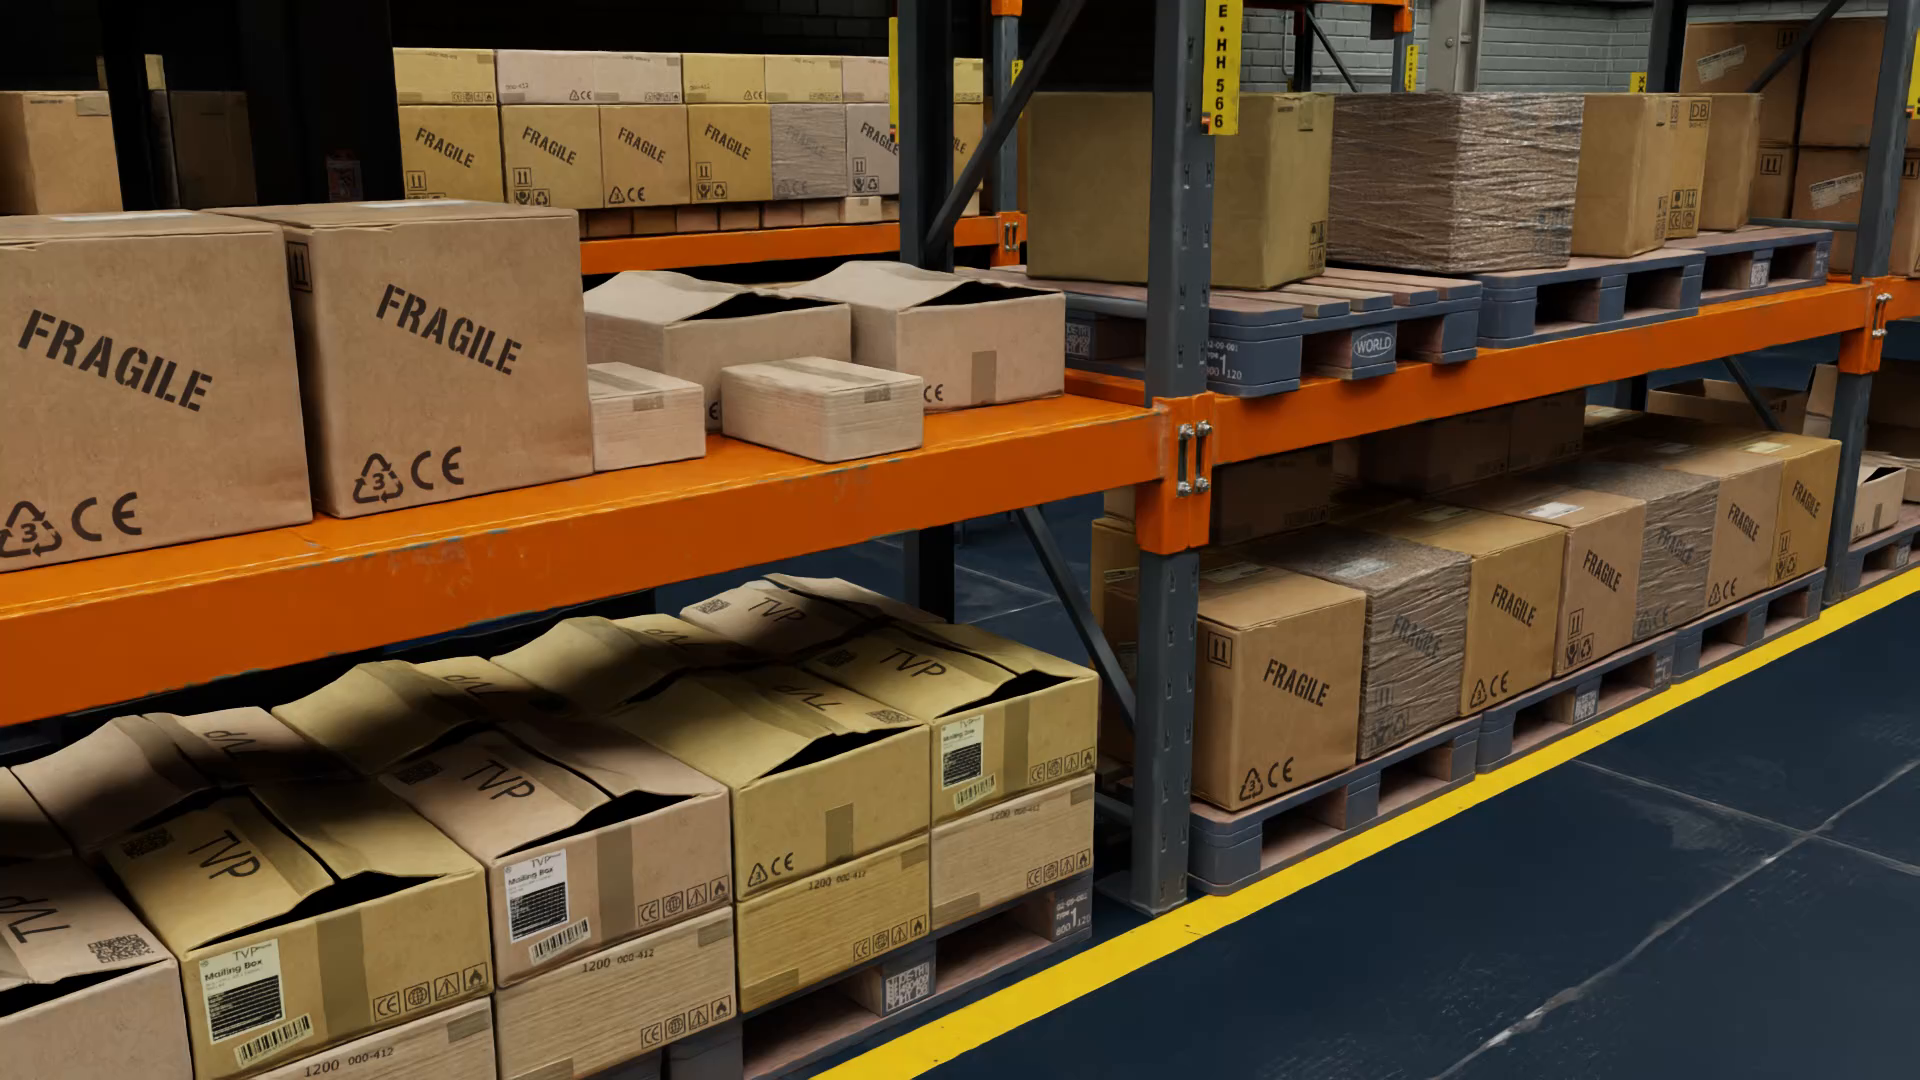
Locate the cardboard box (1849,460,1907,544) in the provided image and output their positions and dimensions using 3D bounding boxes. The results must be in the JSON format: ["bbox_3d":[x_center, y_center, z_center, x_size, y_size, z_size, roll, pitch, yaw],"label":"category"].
[{"bbox_3d":[3.684,-0.224,7.133,0.500,0.311,0.500,-13,19,-39],"label":"cardboard box"}]

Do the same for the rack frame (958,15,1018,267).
[{"bbox_3d":[-0.029,-2.245,10.342,0.127,3.000,1.000,-13,19,-39],"label":"rack frame"}]

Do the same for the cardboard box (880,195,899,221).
[{"bbox_3d":[-0.498,-1.938,9.642,0.250,0.149,0.380,-12,19,-38],"label":"cardboard box"}]

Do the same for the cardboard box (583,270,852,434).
[{"bbox_3d":[-0.594,-0.447,3.782,0.500,0.311,0.500,-13,20,-40],"label":"cardboard box"}]

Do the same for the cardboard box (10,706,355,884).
[{"bbox_3d":[-1.544,0.546,3.320,0.500,0.311,0.500,-13,20,-40],"label":"cardboard box"}]

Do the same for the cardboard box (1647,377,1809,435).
[{"bbox_3d":[3.469,-0.438,7.568,0.500,0.500,0.500,-13,19,-39],"label":"cardboard box"}]

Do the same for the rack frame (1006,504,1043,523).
[{"bbox_3d":[0.309,-0.649,7.855,0.015,1.200,0.240,-13,19,-39],"label":"rack frame"}]

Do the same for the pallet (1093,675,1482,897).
[{"bbox_3d":[0.796,0.625,5.003,1.213,0.211,1.003,-13,19,-39],"label":"pallet"}]

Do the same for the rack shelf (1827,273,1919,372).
[{"bbox_3d":[4.734,-1.272,8.095,4.000,0.370,1.077,-13,19,-39],"label":"rack shelf"}]

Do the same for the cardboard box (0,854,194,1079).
[{"bbox_3d":[-1.564,0.735,2.612,0.500,0.311,0.500,-14,20,-41],"label":"cardboard box"}]

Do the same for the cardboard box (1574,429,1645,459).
[{"bbox_3d":[2.305,-0.159,6.524,0.500,0.500,0.500,-12,19,-39],"label":"cardboard box"}]

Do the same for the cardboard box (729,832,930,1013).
[{"bbox_3d":[-0.415,0.747,3.657,0.500,0.250,0.500,-13,20,-40],"label":"cardboard box"}]

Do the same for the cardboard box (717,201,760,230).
[{"bbox_3d":[-1.294,-1.771,9.017,0.250,0.149,0.380,-12,19,-38],"label":"cardboard box"}]

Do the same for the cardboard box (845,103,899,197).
[{"bbox_3d":[-0.590,-2.231,9.481,0.500,0.500,0.500,-12,19,-39],"label":"cardboard box"}]

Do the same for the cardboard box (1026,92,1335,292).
[{"bbox_3d":[0.609,-0.983,4.611,0.700,0.500,0.500,8,17,28],"label":"cardboard box"}]

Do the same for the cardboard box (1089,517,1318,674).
[{"bbox_3d":[0.759,0.187,5.227,0.500,0.500,0.500,-12,19,-37],"label":"cardboard box"}]

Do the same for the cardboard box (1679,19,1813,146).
[{"bbox_3d":[3.437,-1.949,7.101,0.500,0.500,0.500,-13,19,-39],"label":"cardboard box"}]

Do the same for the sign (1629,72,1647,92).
[{"bbox_3d":[2.863,-1.804,7.013,0.005,0.325,0.100,-13,19,-39],"label":"sign"}]

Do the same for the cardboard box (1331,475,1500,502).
[{"bbox_3d":[1.542,0.010,5.892,0.500,0.500,0.500,-14,20,-41],"label":"cardboard box"}]

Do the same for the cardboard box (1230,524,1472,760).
[{"bbox_3d":[1.130,0.280,4.879,0.500,0.500,0.500,-14,20,-41],"label":"cardboard box"}]

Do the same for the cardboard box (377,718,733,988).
[{"bbox_3d":[-0.796,0.562,3.261,0.500,0.311,0.500,-13,20,-40],"label":"cardboard box"}]

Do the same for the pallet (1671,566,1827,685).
[{"bbox_3d":[2.637,0.211,6.550,1.213,0.211,1.003,-13,19,-39],"label":"pallet"}]

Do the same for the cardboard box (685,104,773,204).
[{"bbox_3d":[-1.348,-2.062,8.848,0.500,0.500,0.500,-12,19,-38],"label":"cardboard box"}]

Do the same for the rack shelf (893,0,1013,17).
[{"bbox_3d":[-1.538,-3.008,8.779,4.000,0.370,1.077,-13,19,-39],"label":"rack shelf"}]

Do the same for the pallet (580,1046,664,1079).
[{"bbox_3d":[-1.359,1.081,3.294,1.213,0.211,1.003,-13,19,-39],"label":"pallet"}]

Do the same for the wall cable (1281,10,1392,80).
[{"bbox_3d":[3.333,-3.814,14.249,1.851,1.984,0.084,-13,19,-39],"label":"wall cable"}]

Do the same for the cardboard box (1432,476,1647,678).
[{"bbox_3d":[1.902,0.107,5.529,0.500,0.500,0.500,-14,20,-41],"label":"cardboard box"}]

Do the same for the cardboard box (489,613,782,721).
[{"bbox_3d":[-0.771,0.373,3.968,0.500,0.311,0.500,-13,20,-41],"label":"cardboard box"}]

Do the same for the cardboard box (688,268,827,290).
[{"bbox_3d":[-1.103,-1.123,9.492,0.750,0.750,0.750,-12,19,-38],"label":"cardboard box"}]

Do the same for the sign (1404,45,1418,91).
[{"bbox_3d":[3.334,-3.488,12.294,0.005,0.325,0.100,-13,19,-39],"label":"sign"}]

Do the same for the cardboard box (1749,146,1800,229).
[{"bbox_3d":[3.434,-1.464,7.225,0.500,0.500,0.500,-12,19,-38],"label":"cardboard box"}]

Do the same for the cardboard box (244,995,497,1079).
[{"bbox_3d":[-1.183,0.919,3.012,0.500,0.250,0.500,-12,19,-38],"label":"cardboard box"}]

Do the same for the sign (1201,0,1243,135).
[{"bbox_3d":[0.575,-1.055,3.645,0.005,0.325,0.100,-13,19,-39],"label":"sign"}]

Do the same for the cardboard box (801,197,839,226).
[{"bbox_3d":[-0.887,-1.854,9.325,0.250,0.149,0.380,-13,19,-39],"label":"cardboard box"}]

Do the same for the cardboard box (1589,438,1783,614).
[{"bbox_3d":[2.663,-0.065,6.170,0.500,0.500,0.500,-13,19,-39],"label":"cardboard box"}]

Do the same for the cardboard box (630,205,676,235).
[{"bbox_3d":[-1.694,-1.690,8.711,0.250,0.149,0.380,-12,19,-39],"label":"cardboard box"}]

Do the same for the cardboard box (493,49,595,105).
[{"bbox_3d":[-2.130,-2.249,8.096,0.500,0.250,0.500,-13,20,-40],"label":"cardboard box"}]

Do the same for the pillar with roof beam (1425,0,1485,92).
[{"bbox_3d":[7.283,-5.609,11.310,0.400,9.000,9.100,-13,19,-39],"label":"pillar with roof beam"}]

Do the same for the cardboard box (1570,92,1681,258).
[{"bbox_3d":[1.933,-1.221,5.501,0.700,0.500,0.500,10,18,33],"label":"cardboard box"}]

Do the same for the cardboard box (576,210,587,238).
[{"bbox_3d":[-2.086,-1.602,8.385,0.250,0.149,0.380,-13,20,-40],"label":"cardboard box"}]

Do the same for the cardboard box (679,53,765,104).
[{"bbox_3d":[-1.375,-2.422,8.744,0.500,0.250,0.500,-13,20,-40],"label":"cardboard box"}]

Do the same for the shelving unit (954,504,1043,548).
[{"bbox_3d":[0.125,-0.608,7.700,0.503,1.200,0.258,-13,19,-39],"label":"shelving unit"}]

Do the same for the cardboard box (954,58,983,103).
[{"bbox_3d":[-0.214,-2.680,9.709,0.500,0.250,0.500,-12,19,-38],"label":"cardboard box"}]

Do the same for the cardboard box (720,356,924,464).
[{"bbox_3d":[-0.289,-0.276,3.458,0.250,0.149,0.380,-13,19,-39],"label":"cardboard box"}]

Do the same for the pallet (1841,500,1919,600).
[{"bbox_3d":[3.744,-0.050,7.529,1.213,0.211,1.003,-13,19,-39],"label":"pallet"}]

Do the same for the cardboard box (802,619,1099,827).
[{"bbox_3d":[-0.026,0.388,3.914,0.500,0.311,0.500,-12,19,-38],"label":"cardboard box"}]

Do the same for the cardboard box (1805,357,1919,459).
[{"bbox_3d":[4.639,-0.607,8.195,0.637,0.503,0.797,-13,19,-39],"label":"cardboard box"}]

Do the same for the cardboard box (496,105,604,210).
[{"bbox_3d":[-2.111,-1.888,8.198,0.500,0.500,0.500,-12,19,-38],"label":"cardboard box"}]

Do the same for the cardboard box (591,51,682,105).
[{"bbox_3d":[-1.756,-2.335,8.416,0.500,0.250,0.500,-12,19,-39],"label":"cardboard box"}]

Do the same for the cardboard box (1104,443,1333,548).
[{"bbox_3d":[0.799,-0.185,5.169,0.500,0.250,0.500,-12,19,-37],"label":"cardboard box"}]

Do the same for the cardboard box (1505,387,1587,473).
[{"bbox_3d":[1.946,-0.444,6.140,0.500,0.250,0.500,-13,19,-39],"label":"cardboard box"}]

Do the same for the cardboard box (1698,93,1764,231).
[{"bbox_3d":[2.721,-1.496,6.529,0.700,0.500,0.500,8,17,28],"label":"cardboard box"}]

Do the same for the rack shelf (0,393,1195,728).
[{"bbox_3d":[-1.301,0.083,3.021,4.000,0.370,1.077,-13,19,-39],"label":"rack shelf"}]

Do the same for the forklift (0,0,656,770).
[{"bbox_3d":[-2.487,-0.772,4.959,1.130,2.935,3.031,14,21,43],"label":"forklift"}]

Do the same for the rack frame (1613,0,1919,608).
[{"bbox_3d":[3.225,-1.281,6.734,0.127,3.000,1.000,-13,19,-39],"label":"rack frame"}]

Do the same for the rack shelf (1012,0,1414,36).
[{"bbox_3d":[1.479,-3.685,11.316,4.000,0.370,1.077,-13,19,-39],"label":"rack shelf"}]

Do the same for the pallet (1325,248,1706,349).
[{"bbox_3d":[1.672,-0.841,5.459,1.213,0.211,1.003,-13,19,-39],"label":"pallet"}]

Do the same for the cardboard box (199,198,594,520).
[{"bbox_3d":[-1.047,-0.364,3.108,0.500,0.500,0.500,-14,20,-42],"label":"cardboard box"}]

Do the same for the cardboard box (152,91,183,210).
[{"bbox_3d":[-3.395,-1.747,7.430,0.700,0.500,0.500,13,20,40],"label":"cardboard box"}]

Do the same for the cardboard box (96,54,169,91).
[{"bbox_3d":[-3.520,-2.020,7.196,0.380,0.149,0.250,12,19,38],"label":"cardboard box"}]
